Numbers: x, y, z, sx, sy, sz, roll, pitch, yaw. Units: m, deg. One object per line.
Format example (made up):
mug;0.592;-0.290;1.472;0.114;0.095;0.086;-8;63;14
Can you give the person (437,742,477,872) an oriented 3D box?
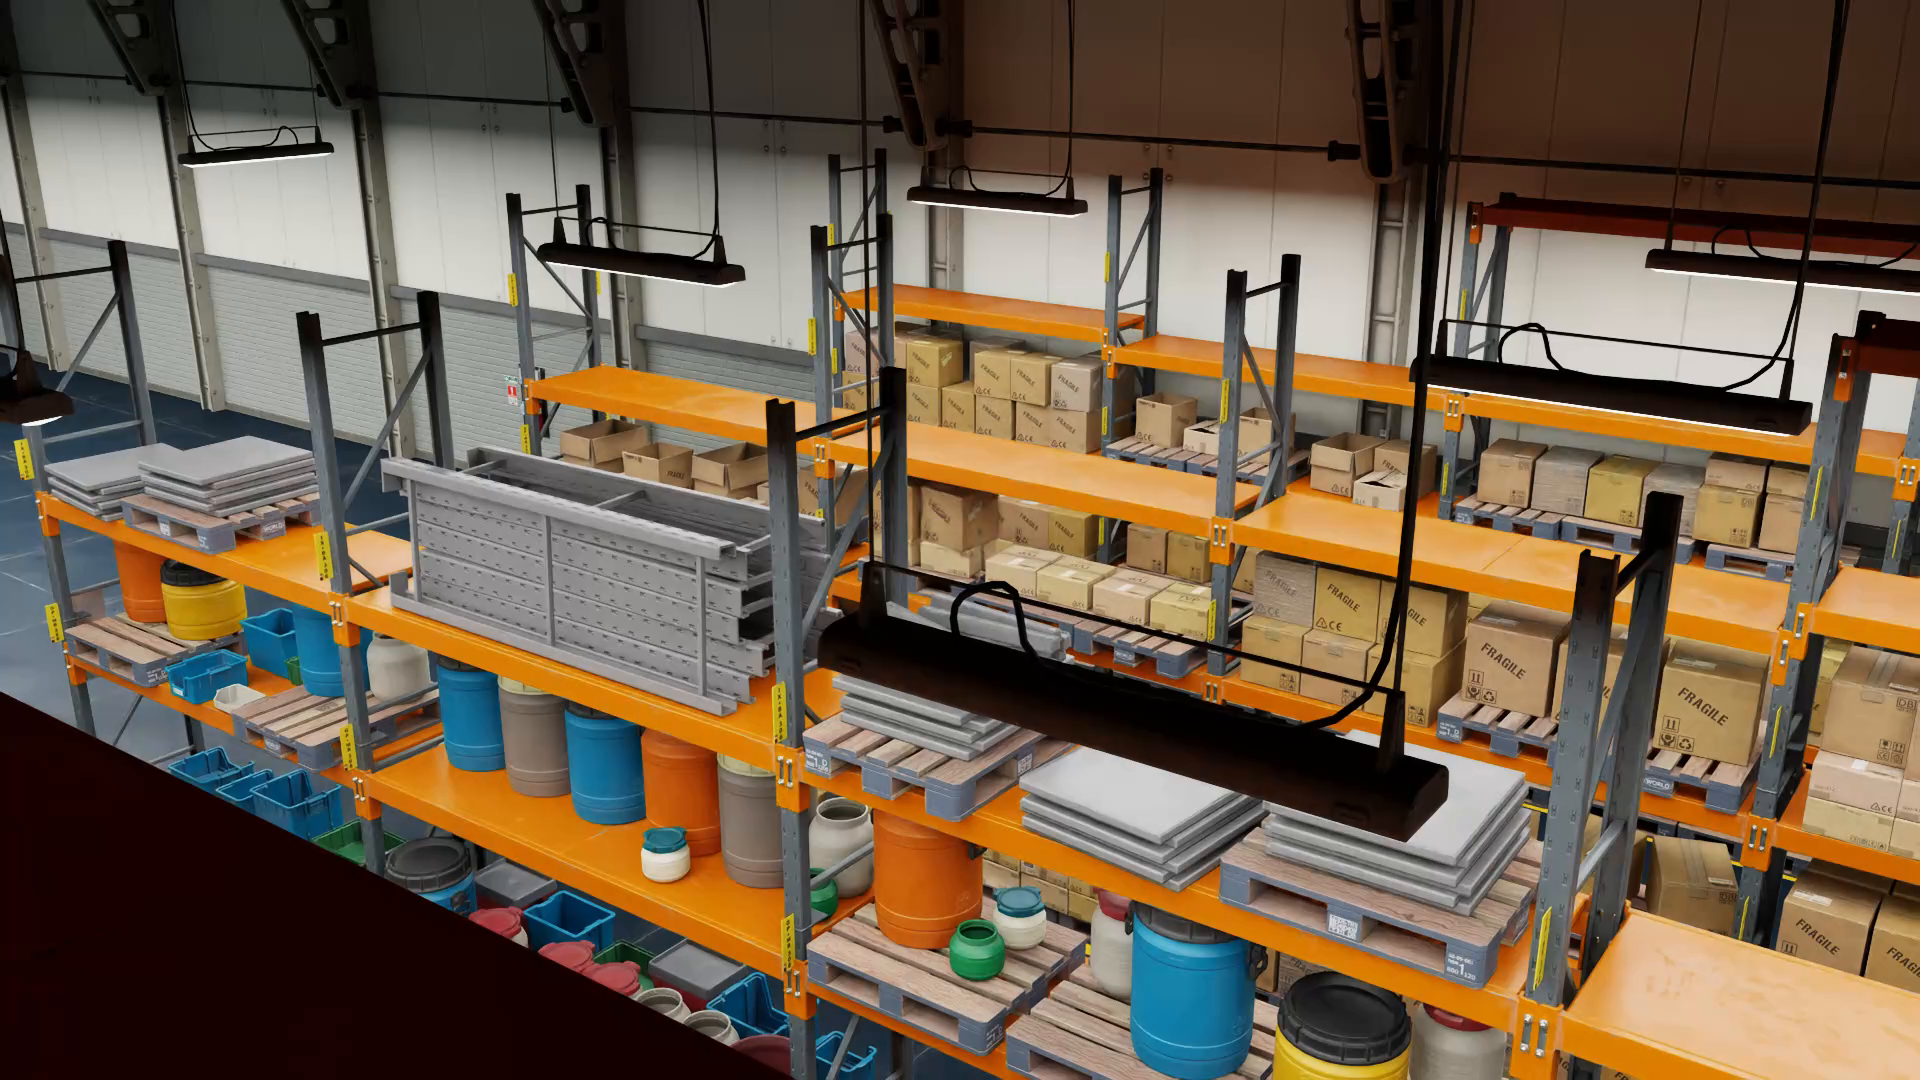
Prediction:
person;-4.689;2.252;15.541;0.978;1.746;0.565;12;22;32
